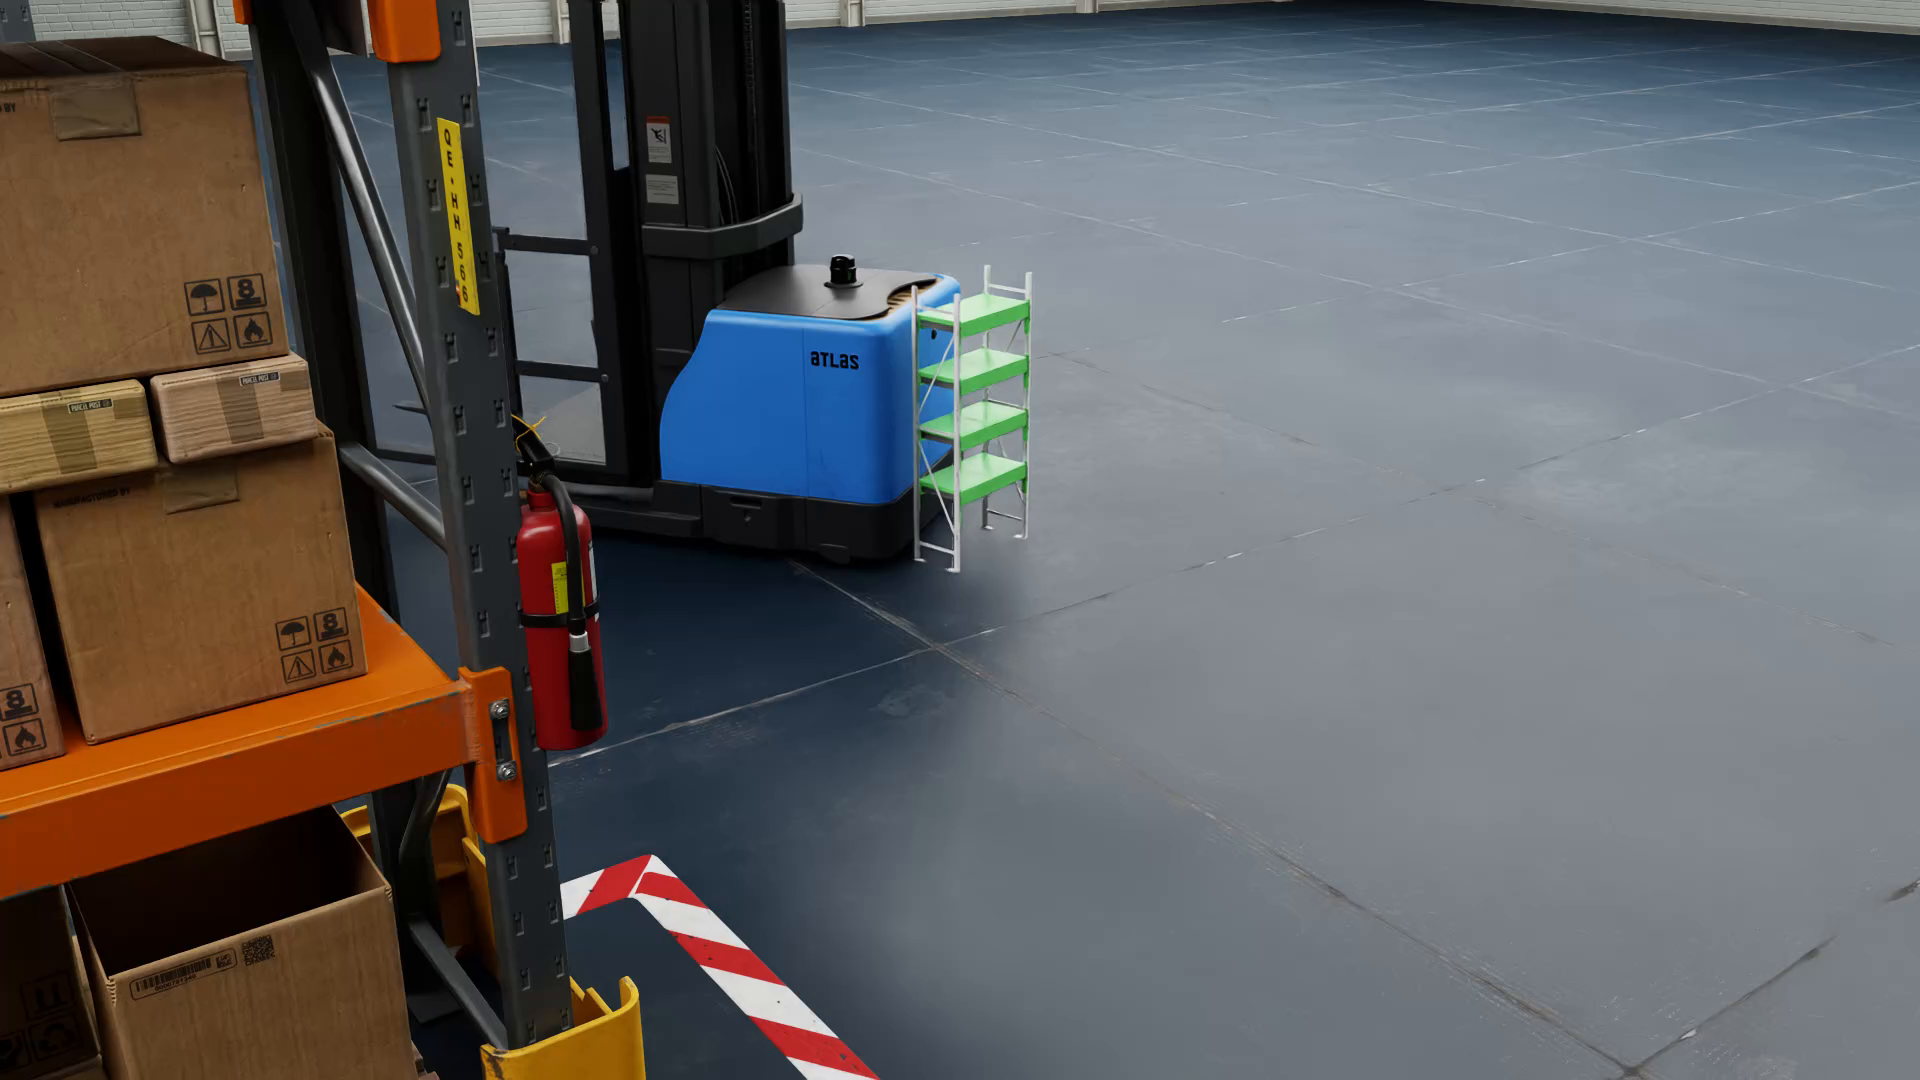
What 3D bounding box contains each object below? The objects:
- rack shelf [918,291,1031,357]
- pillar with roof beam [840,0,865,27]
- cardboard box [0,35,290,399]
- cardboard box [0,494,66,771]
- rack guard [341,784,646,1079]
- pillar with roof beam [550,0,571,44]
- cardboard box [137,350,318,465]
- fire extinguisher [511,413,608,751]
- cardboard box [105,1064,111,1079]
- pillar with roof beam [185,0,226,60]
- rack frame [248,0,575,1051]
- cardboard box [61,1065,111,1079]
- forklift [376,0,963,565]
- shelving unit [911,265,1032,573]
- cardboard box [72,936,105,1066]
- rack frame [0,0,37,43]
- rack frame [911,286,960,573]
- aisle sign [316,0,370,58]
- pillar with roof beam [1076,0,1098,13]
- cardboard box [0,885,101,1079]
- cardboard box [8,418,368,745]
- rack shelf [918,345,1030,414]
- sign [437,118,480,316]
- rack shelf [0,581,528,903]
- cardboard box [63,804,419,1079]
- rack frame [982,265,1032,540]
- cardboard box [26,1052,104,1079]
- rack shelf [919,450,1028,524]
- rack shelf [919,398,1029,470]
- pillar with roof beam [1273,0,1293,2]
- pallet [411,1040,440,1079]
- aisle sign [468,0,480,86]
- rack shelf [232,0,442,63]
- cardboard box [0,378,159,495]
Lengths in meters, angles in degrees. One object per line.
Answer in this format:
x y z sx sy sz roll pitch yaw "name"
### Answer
0.051 -0.904 6.920 0.258 0.148 0.480 16 27 35 "rack shelf"
0.395 -13.035 27.919 0.400 9.000 9.100 -15 26 -33 "pillar with roof beam"
-1.597 -0.612 2.998 0.500 0.500 0.700 -15 26 -33 "cardboard box"
-1.977 0.094 2.978 0.500 0.500 0.700 -14 26 -31 "cardboard box"
-1.148 1.084 4.005 0.348 0.500 1.175 -15 26 -33 "rack guard"
-4.476 -11.736 24.665 0.400 9.000 9.100 -15 26 -33 "pillar with roof beam"
-1.366 -0.279 3.039 0.250 0.149 0.380 -15 26 -34 "cardboard box"
-0.800 0.078 3.257 0.183 0.674 0.296 -15 26 -33 "fire extinguisher"
-1.430 1.215 3.447 0.500 0.250 0.500 -15 26 -33 "cardboard box"
-9.346 -10.437 21.410 0.400 9.000 9.100 -15 26 -33 "pillar with roof beam"
-1.167 -0.072 3.529 0.127 3.000 1.000 -15 26 -33 "rack frame"
-1.829 1.327 3.167 0.500 0.250 0.500 -15 26 -33 "cardboard box"
-1.559 -1.567 7.370 3.031 2.935 1.130 7 23 17 "forklift"
0.051 -0.517 7.074 0.258 1.200 0.503 16 27 35 "shelving unit"
-1.733 1.059 3.838 0.500 0.250 0.500 -15 26 -33 "cardboard box"
-4.057 -1.563 7.265 0.127 3.000 1.000 -15 26 -33 "rack frame"
-0.099 -0.446 6.895 0.240 1.200 0.015 16 27 35 "rack frame"
-1.293 -1.386 3.314 0.004 0.787 0.394 -15 26 -33 "aisle sign"
5.265 -14.333 31.174 0.400 9.000 9.100 -15 26 -33 "pillar with roof beam"
-2.137 0.820 3.426 0.500 0.500 0.500 -15 26 -33 "cardboard box"
-1.554 -0.021 3.267 0.500 0.500 0.700 -15 26 -33 "cardboard box"
0.051 -0.681 7.009 0.258 0.148 0.480 16 27 35 "rack shelf"
-0.862 -0.553 2.854 0.005 0.325 0.100 -15 26 -33 "sign"
-2.791 0.695 2.577 4.000 0.370 1.077 -15 26 -33 "rack shelf"
-1.429 0.868 3.307 0.500 0.500 0.500 -15 26 -33 "cardboard box"
0.201 -0.589 7.253 0.240 1.200 0.015 16 27 35 "rack frame"
-2.136 1.169 3.564 0.500 0.250 0.500 -15 26 -33 "cardboard box"
0.051 -0.235 7.186 0.258 0.148 0.480 16 27 35 "rack shelf"
0.051 -0.458 7.097 0.258 0.148 0.480 16 27 35 "rack shelf"
10.136 -15.632 34.429 0.400 9.000 9.100 -15 26 -33 "pillar with roof beam"
-1.764 1.401 3.599 1.213 0.211 1.003 -15 26 -33 "pallet"
-0.942 -1.205 2.861 0.004 0.787 0.394 -15 26 -33 "aisle sign"
-2.791 -0.698 2.022 4.000 0.370 1.077 -15 26 -33 "rack shelf"
-1.578 -0.222 2.896 0.250 0.149 0.380 -14 26 -32 "cardboard box"
